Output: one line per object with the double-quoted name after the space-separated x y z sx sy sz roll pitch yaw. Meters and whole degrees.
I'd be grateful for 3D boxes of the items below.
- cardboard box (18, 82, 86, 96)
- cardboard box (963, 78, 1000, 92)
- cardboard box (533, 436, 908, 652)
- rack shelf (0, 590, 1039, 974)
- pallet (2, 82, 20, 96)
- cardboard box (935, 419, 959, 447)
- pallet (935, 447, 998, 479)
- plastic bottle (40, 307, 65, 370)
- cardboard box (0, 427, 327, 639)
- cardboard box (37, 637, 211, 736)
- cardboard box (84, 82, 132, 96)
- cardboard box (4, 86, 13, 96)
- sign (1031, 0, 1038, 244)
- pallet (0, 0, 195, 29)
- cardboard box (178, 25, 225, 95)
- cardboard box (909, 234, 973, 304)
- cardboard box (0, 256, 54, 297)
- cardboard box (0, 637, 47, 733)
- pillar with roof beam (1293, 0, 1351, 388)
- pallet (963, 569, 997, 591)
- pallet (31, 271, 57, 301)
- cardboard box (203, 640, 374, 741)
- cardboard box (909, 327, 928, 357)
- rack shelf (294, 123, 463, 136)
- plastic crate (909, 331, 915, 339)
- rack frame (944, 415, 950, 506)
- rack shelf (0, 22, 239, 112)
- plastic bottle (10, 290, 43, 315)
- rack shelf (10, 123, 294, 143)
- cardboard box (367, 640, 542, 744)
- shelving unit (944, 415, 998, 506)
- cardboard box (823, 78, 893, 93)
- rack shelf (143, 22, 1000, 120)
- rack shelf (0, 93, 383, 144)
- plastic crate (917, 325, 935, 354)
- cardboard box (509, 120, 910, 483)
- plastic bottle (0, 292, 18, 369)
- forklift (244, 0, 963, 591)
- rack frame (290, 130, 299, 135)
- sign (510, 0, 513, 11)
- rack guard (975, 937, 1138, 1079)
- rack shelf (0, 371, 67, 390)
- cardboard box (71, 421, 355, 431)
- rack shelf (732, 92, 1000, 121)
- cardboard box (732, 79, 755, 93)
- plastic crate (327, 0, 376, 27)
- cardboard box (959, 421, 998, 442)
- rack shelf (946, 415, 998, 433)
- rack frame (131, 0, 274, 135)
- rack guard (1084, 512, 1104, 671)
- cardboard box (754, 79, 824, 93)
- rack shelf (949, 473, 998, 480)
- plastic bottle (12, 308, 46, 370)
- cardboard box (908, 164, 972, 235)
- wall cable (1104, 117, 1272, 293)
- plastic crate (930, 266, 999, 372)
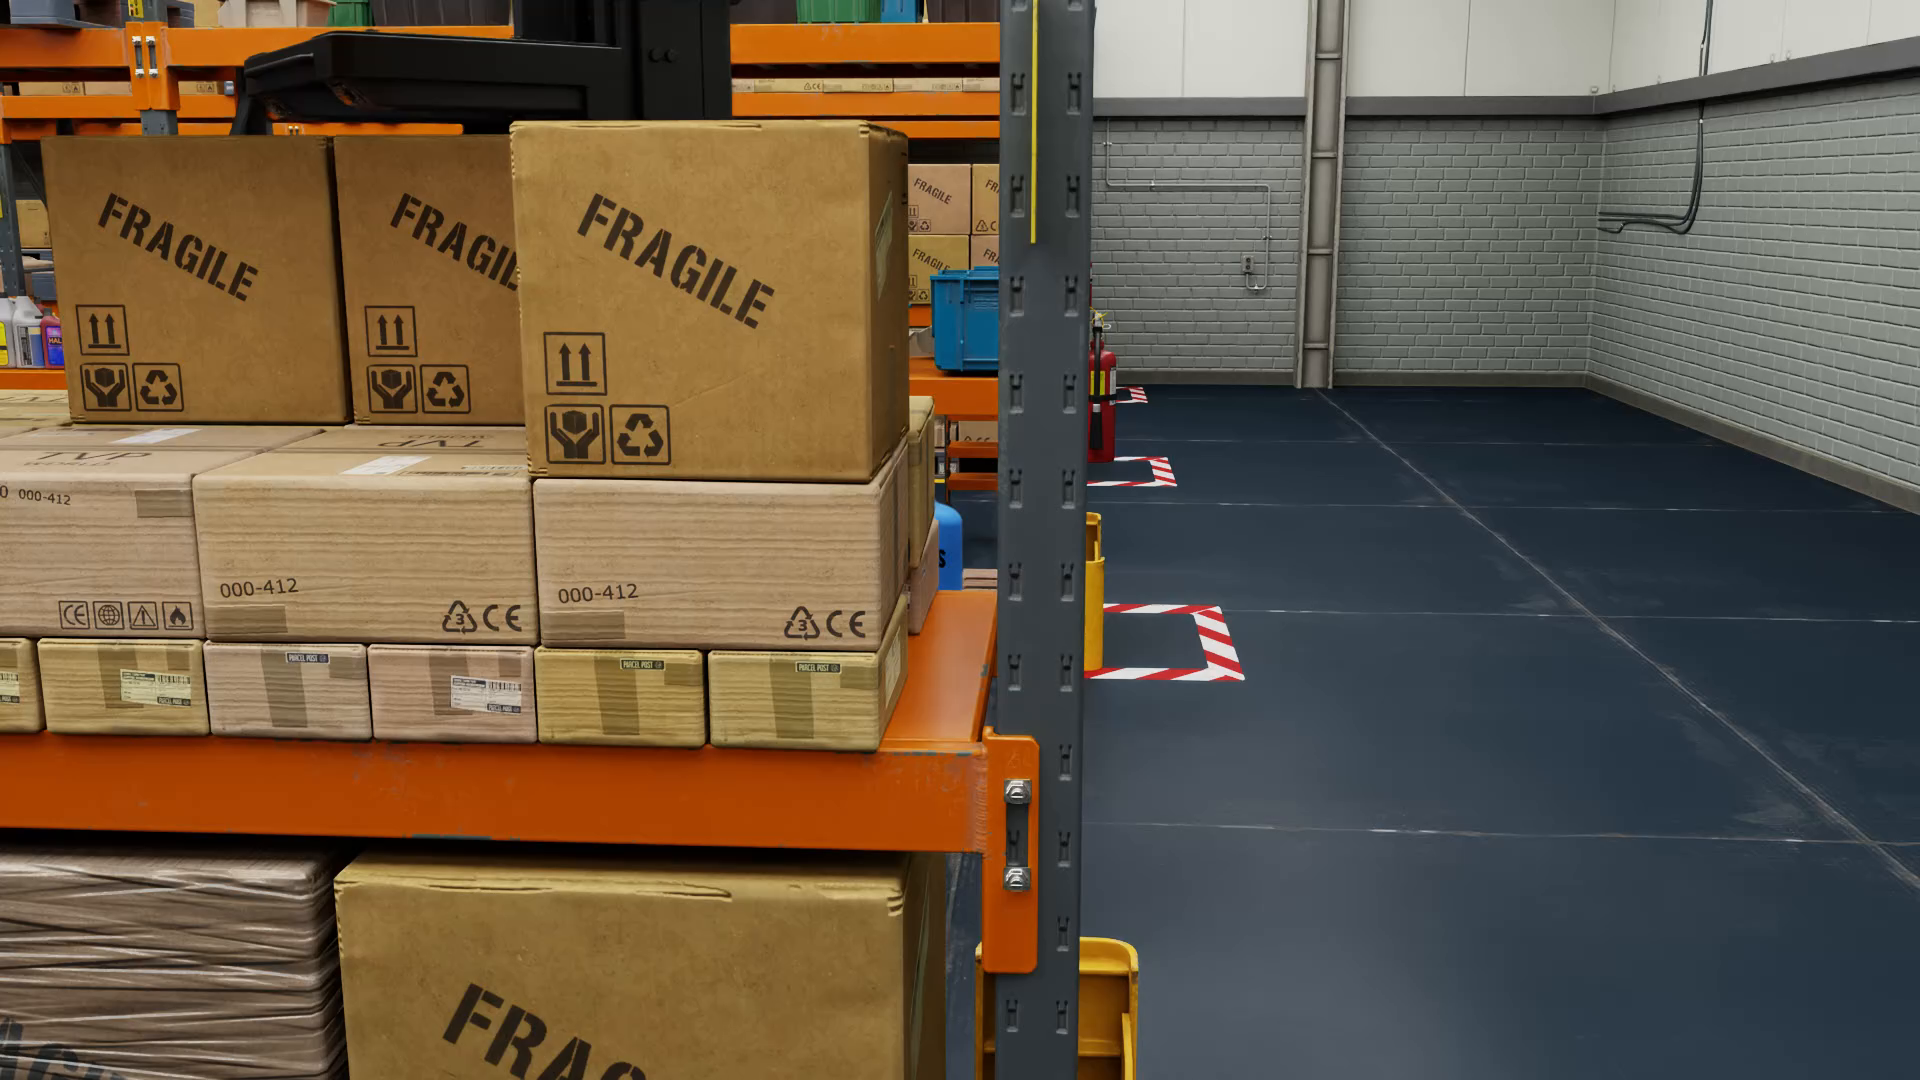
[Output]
-6.729 -3.638 12.766 0.500 0.500 0.910 1 12 4 "cardboard box"
0.285 -3.359 12.040 0.500 0.250 0.500 1 12 4 "cardboard box"
-0.352 -0.012 2.638 0.500 0.250 0.500 1 12 3 "cardboard box"
-1.846 0.338 3.085 4.000 0.370 1.077 1 12 4 "rack shelf"
-7.850 -3.487 12.748 1.003 0.211 1.213 1 12 6 "pallet"
-0.142 -0.820 12.710 0.250 0.166 0.380 1 12 4 "cardboard box"
-27.335 -2.474 0.118 54.027 8.999 28.867 1 12 4 "pallet"
-4.159 -0.930 7.672 0.133 0.283 0.061 1 12 4 "plastic bottle"
-1.366 -0.026 2.705 0.500 0.250 0.500 0 12 2 "cardboard box"
-1.247 0.184 2.674 0.250 0.149 0.380 1 12 2 "cardboard box"
-6.220 -3.631 12.732 0.500 0.500 0.910 1 12 4 "cardboard box"
-10.290 -4.886 17.704 0.500 0.500 0.500 3 12 12 "cardboard box"
0.099 -0.559 2.209 0.005 0.325 0.100 1 12 4 "sign"
-6.198 -1.587 10.504 5.144 3.011 6.198 1 12 4 "pallet"
-5.702 -3.624 12.698 0.500 0.500 0.910 1 12 4 "cardboard box"
-0.168 -2.017 12.339 0.500 0.500 0.500 1 12 4 "cardboard box"
-7.527 -2.091 13.154 0.500 0.311 0.500 2 12 7 "cardboard box"
-1.506 0.181 2.690 0.250 0.149 0.380 1 12 4 "cardboard box"
3.607 -5.220 13.243 0.400 9.000 9.100 1 12 4 "pillar with roof beam"
-0.340 0.347 8.095 1.213 0.211 1.003 1 12 4 "pallet"
-6.486 -2.032 13.122 1.003 0.211 1.213 1 12 4 "pallet"
-0.988 0.188 2.658 0.250 0.149 0.380 1 12 5 "cardboard box"
-0.564 -2.008 17.619 0.500 0.500 0.700 0 12 2 "cardboard box"
-4.844 -4.221 17.552 4.000 0.370 1.077 1 12 4 "rack shelf"
-0.345 -0.874 7.615 0.243 0.136 0.396 1 12 4 "plastic crate"
-0.078 -0.588 10.150 0.015 1.200 0.240 1 12 4 "rack frame"
-5.506 -2.197 7.877 4.000 0.370 1.077 1 12 4 "rack shelf"
-4.440 -1.005 7.866 0.185 0.351 0.144 1 12 4 "plastic bottle"
-8.835 -4.276 17.814 4.000 0.370 1.077 1 12 4 "rack shelf"
-0.739 0.191 2.641 0.250 0.149 0.380 1 12 4 "cardboard box"
0.163 -0.585 10.135 0.499 1.200 0.258 1 12 4 "shelving unit"
-0.713 -3.372 12.103 0.500 0.250 0.500 1 12 4 "cardboard box"
-1.515 -2.142 7.615 4.000 0.370 1.077 1 12 4 "rack shelf"
-5.171 -3.209 12.714 4.000 0.370 1.077 1 12 4 "rack shelf"
-0.058 -0.991 8.178 0.298 0.136 0.250 1 12 4 "plastic crate"
-0.354 -0.379 2.564 0.500 0.500 0.500 1 12 4 "cardboard box"
-4.449 -0.975 7.725 0.185 0.351 0.144 1 12 4 "plastic bottle"
-1.484 -0.403 5.035 3.031 2.935 1.130 -8 14 -33 "forklift"
-6.840 -3.132 17.917 0.127 3.000 1.000 1 12 4 "rack frame"
-3.209 -3.866 11.874 0.005 0.325 0.100 1 12 4 "sign"
0.174 1.237 3.135 0.348 0.500 1.175 1 12 4 "rack guard"
-5.506 -0.729 8.184 4.000 0.370 1.077 1 12 4 "rack shelf"
-1.331 -0.134 3.225 0.500 0.250 0.500 0 12 2 "cardboard box"
-1.180 -3.154 12.453 4.000 0.370 1.077 1 12 4 "rack shelf"
-1.710 -3.388 12.181 0.500 0.250 0.500 1 12 4 "cardboard box"
-3.068 -2.474 7.962 0.662 0.188 0.450 1 12 4 "plastic crate"
0.256 -0.960 12.561 0.500 0.500 0.500 1 12 4 "cardboard box"
0.165 -0.738 10.102 0.480 0.148 0.258 1 12 4 "rack shelf"
-3.510 -1.054 7.980 0.127 3.000 1.000 1 12 4 "rack frame"
0.505 0.222 7.985 0.348 0.500 1.175 1 12 4 "rack guard"
-1.211 -3.382 12.152 0.500 0.250 0.500 1 12 4 "cardboard box"
0.165 -0.363 10.181 0.457 0.050 0.221 1 12 4 "rack shelf"
-4.290 -0.937 7.726 0.135 0.276 0.152 1 12 4 "plastic bottle"
-0.151 -2.506 12.235 0.500 0.500 0.500 1 12 5 "cardboard box"
2.483 -3.696 18.130 1.851 1.984 0.084 1 12 4 "wall cable"
0.134 -1.012 7.548 0.499 0.435 0.616 1 12 4 "plastic crate"
